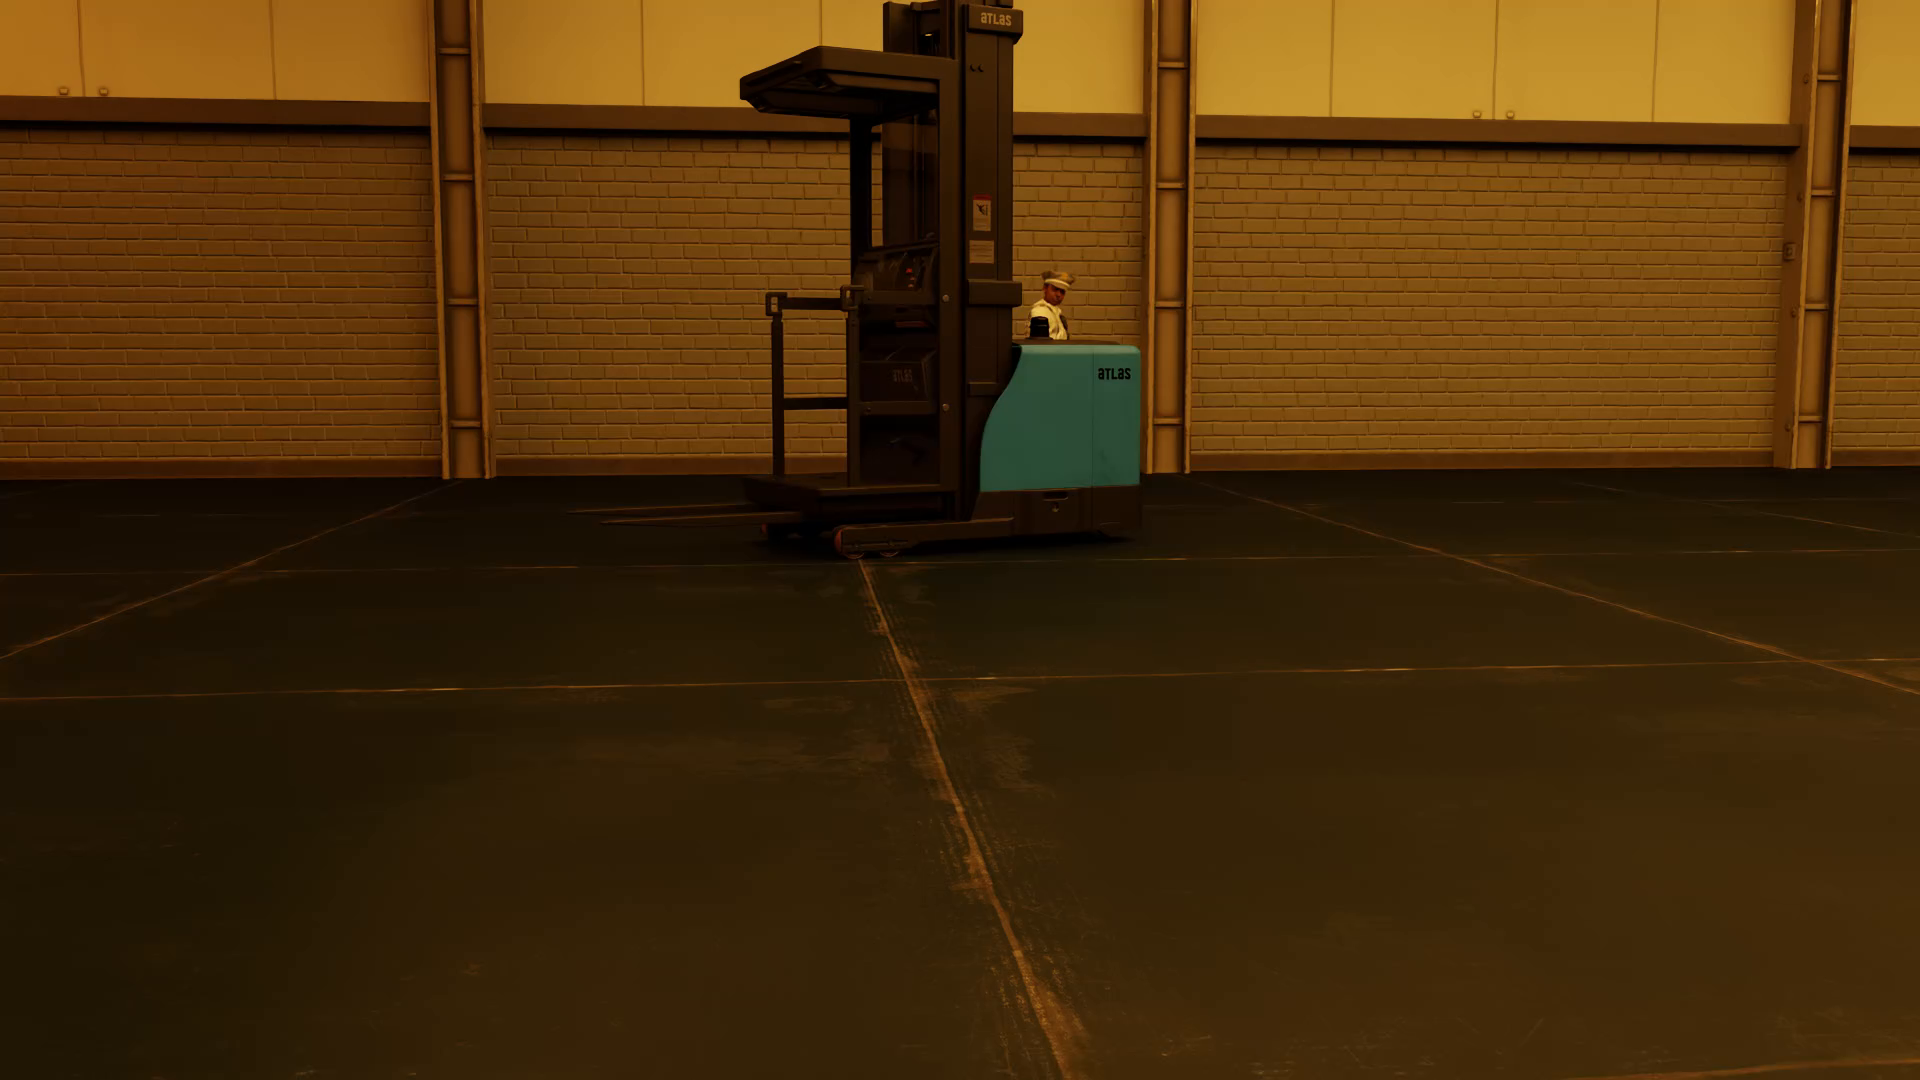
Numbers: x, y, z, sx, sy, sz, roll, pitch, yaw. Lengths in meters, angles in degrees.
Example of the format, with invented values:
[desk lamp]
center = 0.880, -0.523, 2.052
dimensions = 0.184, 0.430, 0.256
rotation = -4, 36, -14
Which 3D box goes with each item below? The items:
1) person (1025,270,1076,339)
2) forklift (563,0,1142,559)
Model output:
[person]
center = 0.689, -1.144, 12.201
dimensions = 0.481, 1.644, 0.649
rotation = 0, 6, 0
[forklift]
center = -0.536, -1.426, 8.780
dimensions = 3.031, 2.935, 1.130
rotation = -3, 7, -28
